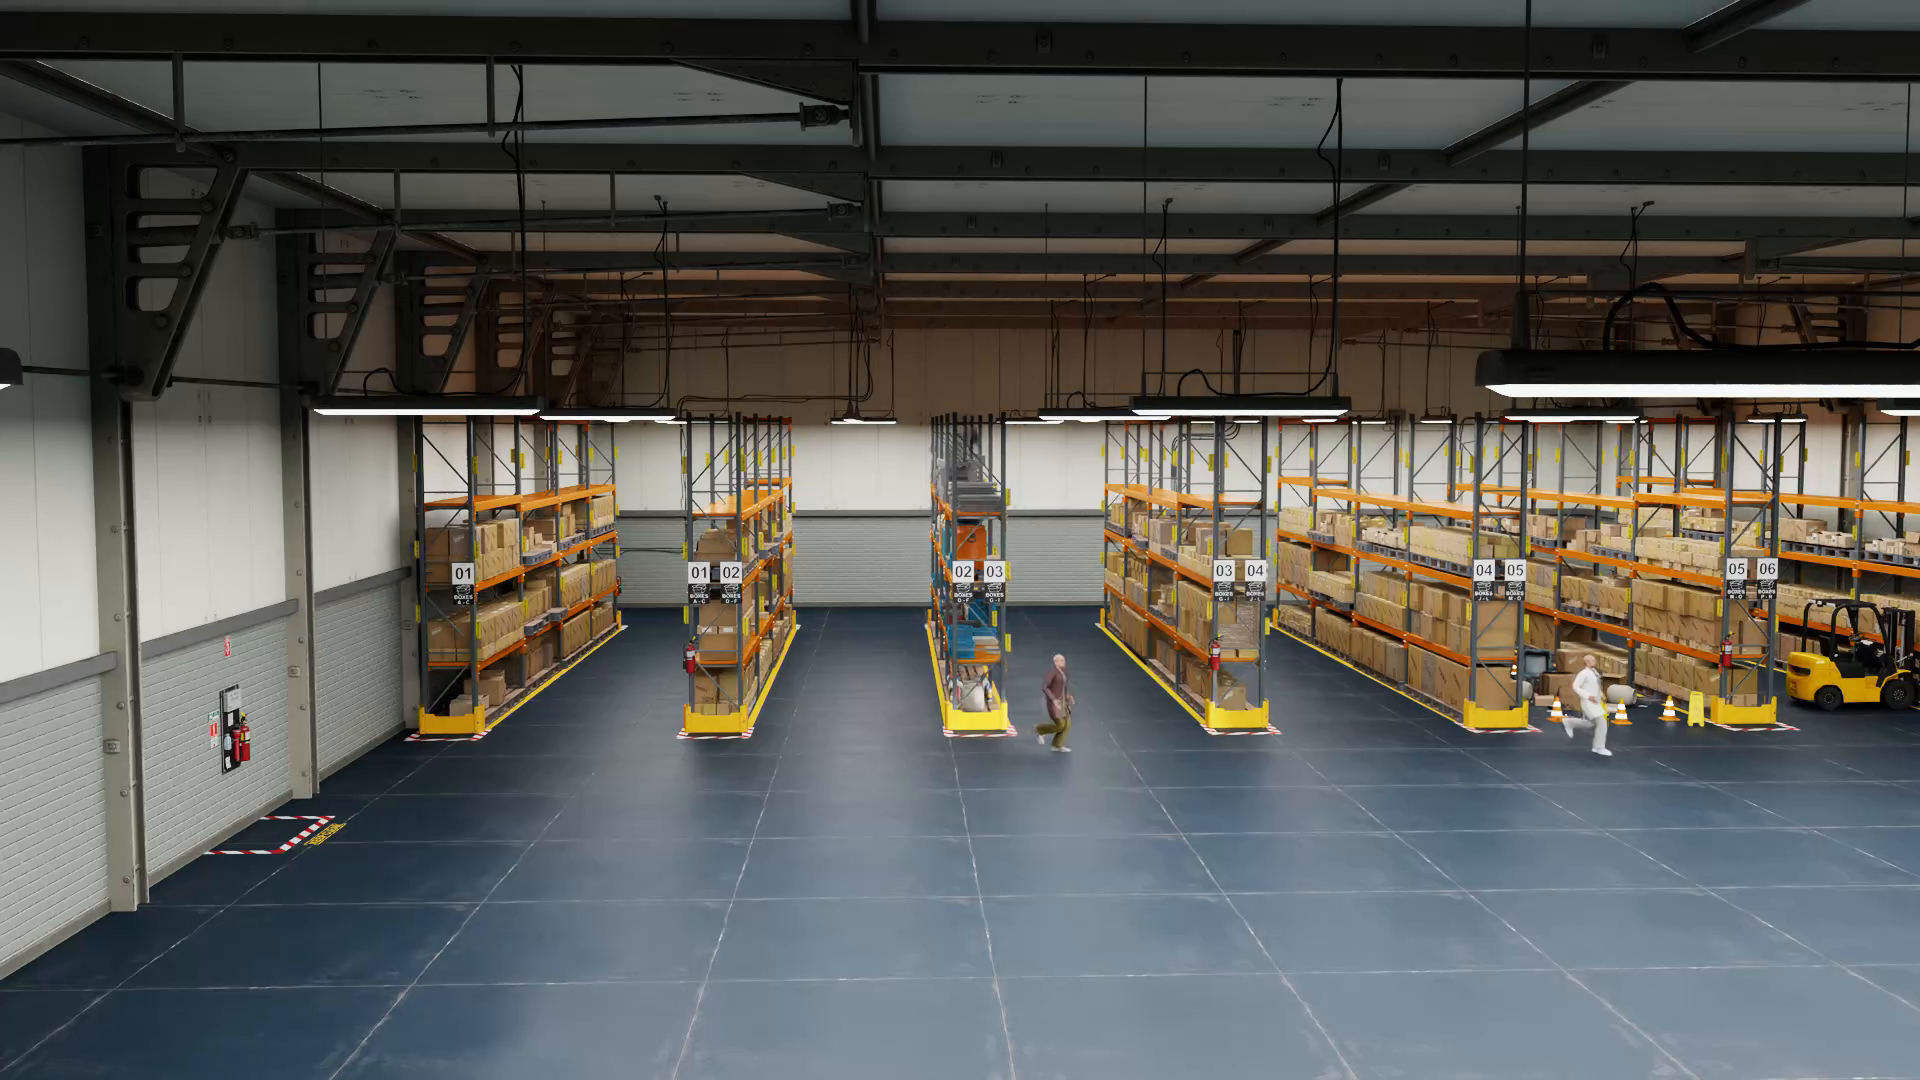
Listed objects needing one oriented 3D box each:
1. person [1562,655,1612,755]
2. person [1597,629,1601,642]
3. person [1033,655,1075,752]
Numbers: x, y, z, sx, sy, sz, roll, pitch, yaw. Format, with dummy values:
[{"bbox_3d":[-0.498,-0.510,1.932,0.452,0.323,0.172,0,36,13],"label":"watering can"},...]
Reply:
[{"bbox_3d":[11.062,2.886,29.308,0.911,1.739,0.707,3,5,36],"label":"person"},{"bbox_3d":[16.099,1.979,42.098,0.665,1.708,0.981,0,4,-6],"label":"person"},{"bbox_3d":[1.645,2.869,29.303,0.671,1.728,0.697,2,5,32],"label":"person"}]
